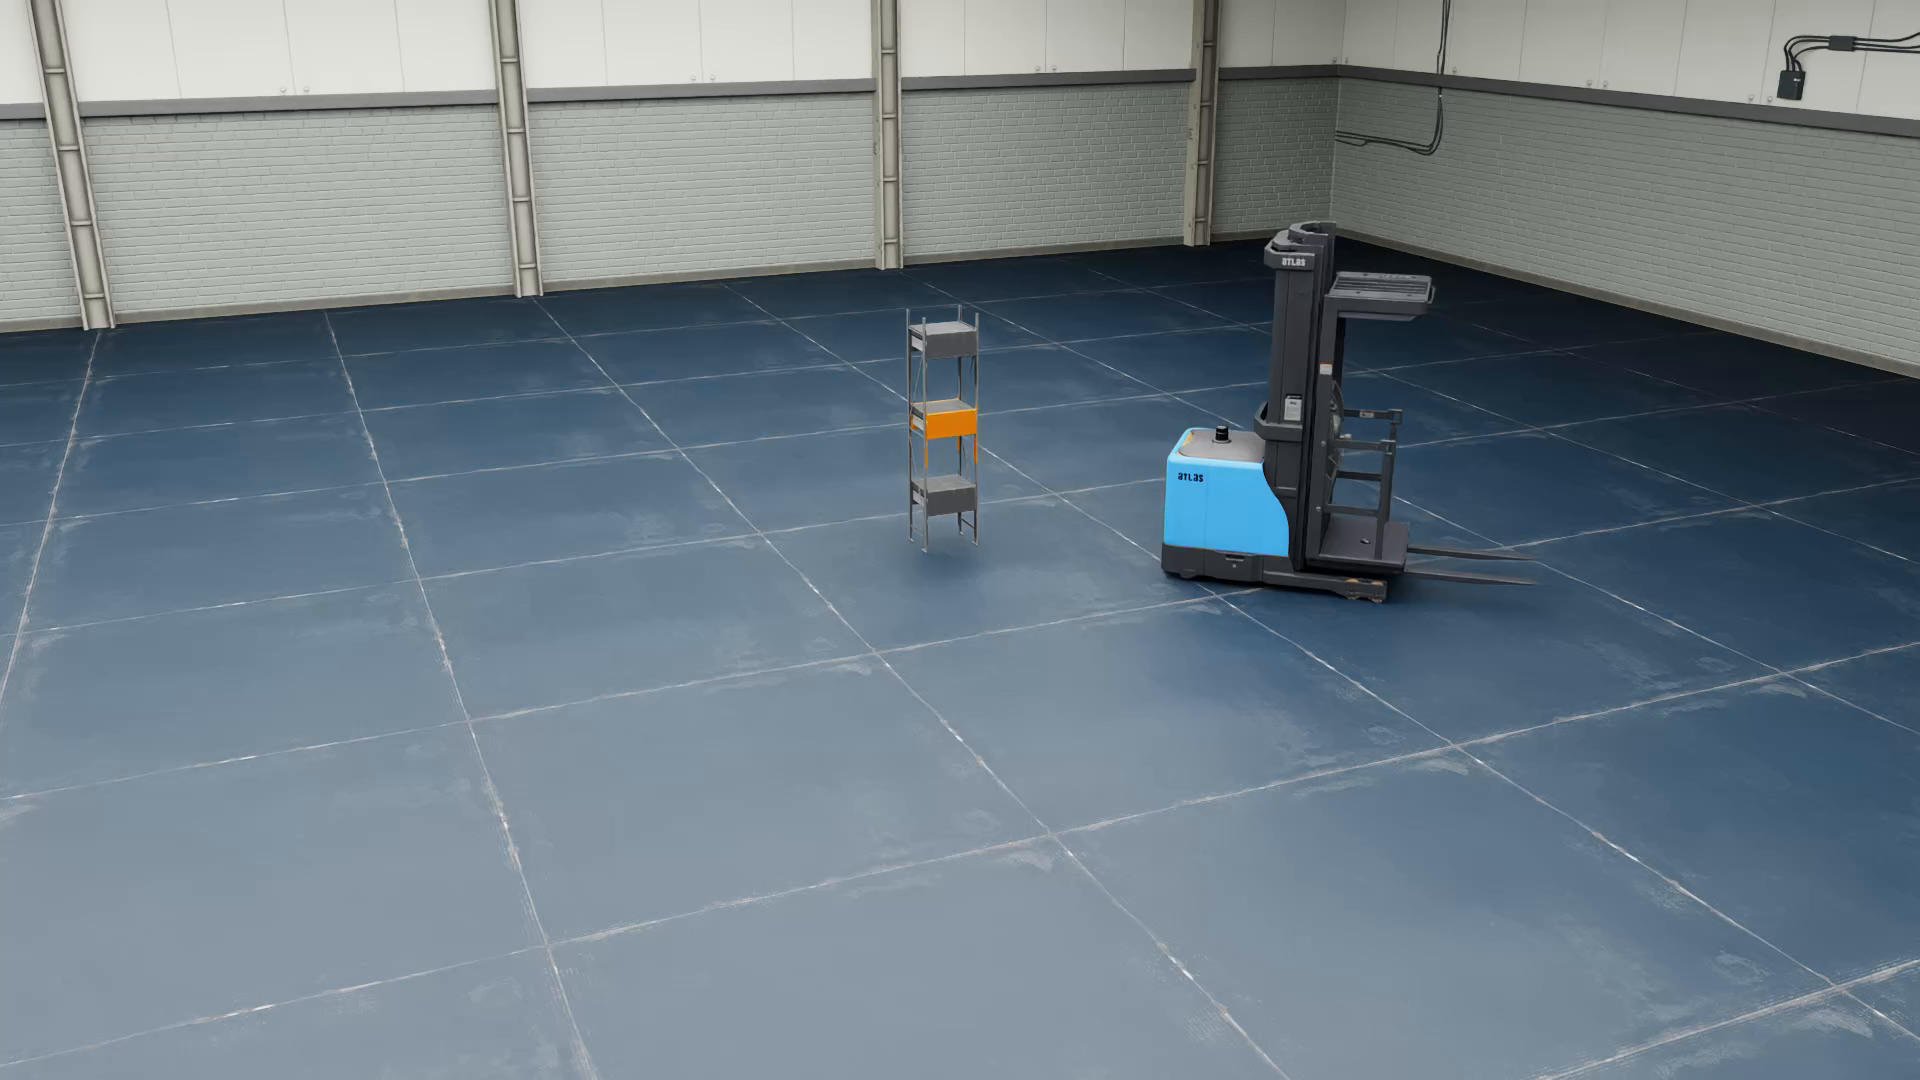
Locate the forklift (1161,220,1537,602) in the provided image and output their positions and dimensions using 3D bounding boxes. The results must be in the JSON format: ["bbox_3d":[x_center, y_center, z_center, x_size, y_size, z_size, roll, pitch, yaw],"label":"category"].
[{"bbox_3d":[3.283,-1.072,13.654,3.031,2.935,1.130,6,20,16],"label":"forklift"}]

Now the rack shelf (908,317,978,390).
[{"bbox_3d":[-0.152,-1.616,14.384,0.480,0.518,0.431,-8,21,-22],"label":"rack shelf"}]

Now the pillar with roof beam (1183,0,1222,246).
[{"bbox_3d":[6.019,-8.327,25.121,0.400,9.000,9.100,-8,21,-22],"label":"pillar with roof beam"}]

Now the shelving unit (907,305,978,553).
[{"bbox_3d":[-0.152,-0.969,14.611,0.503,2.100,0.431,-8,21,-22],"label":"shelving unit"}]

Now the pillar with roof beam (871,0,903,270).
[{"bbox_3d":[0.509,-7.537,22.880,0.400,9.000,9.100,-8,21,-22],"label":"pillar with roof beam"}]

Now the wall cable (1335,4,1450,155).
[{"bbox_3d":[7.542,-8.159,29.321,0.112,2.526,3.097,-8,21,-22],"label":"wall cable"}]

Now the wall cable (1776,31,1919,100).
[{"bbox_3d":[11.288,-8.331,20.012,0.169,6.003,2.305,-8,21,-22],"label":"wall cable"}]

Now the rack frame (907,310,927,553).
[{"bbox_3d":[-0.376,-0.937,14.520,0.015,2.100,0.400,-8,21,-22],"label":"rack frame"}]

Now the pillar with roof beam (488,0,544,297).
[{"bbox_3d":[-5.000,-6.748,20.638,0.400,9.000,9.100,-8,21,-22],"label":"pillar with roof beam"}]

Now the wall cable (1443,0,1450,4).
[{"bbox_3d":[8.614,-9.716,26.139,0.112,2.526,3.097,-8,21,-22],"label":"wall cable"}]

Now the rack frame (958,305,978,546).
[{"bbox_3d":[0.072,-1.001,14.703,0.015,2.100,0.400,-8,21,-22],"label":"rack frame"}]

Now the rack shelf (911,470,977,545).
[{"bbox_3d":[-0.152,-0.295,14.848,0.480,0.518,0.431,-8,21,-22],"label":"rack shelf"}]

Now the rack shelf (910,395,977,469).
[{"bbox_3d":[-0.152,-0.956,14.616,0.480,0.518,0.431,-8,21,-22],"label":"rack shelf"}]

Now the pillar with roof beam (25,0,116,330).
[{"bbox_3d":[-10.509,-5.959,18.396,0.400,9.000,9.100,-8,21,-22],"label":"pillar with roof beam"}]
